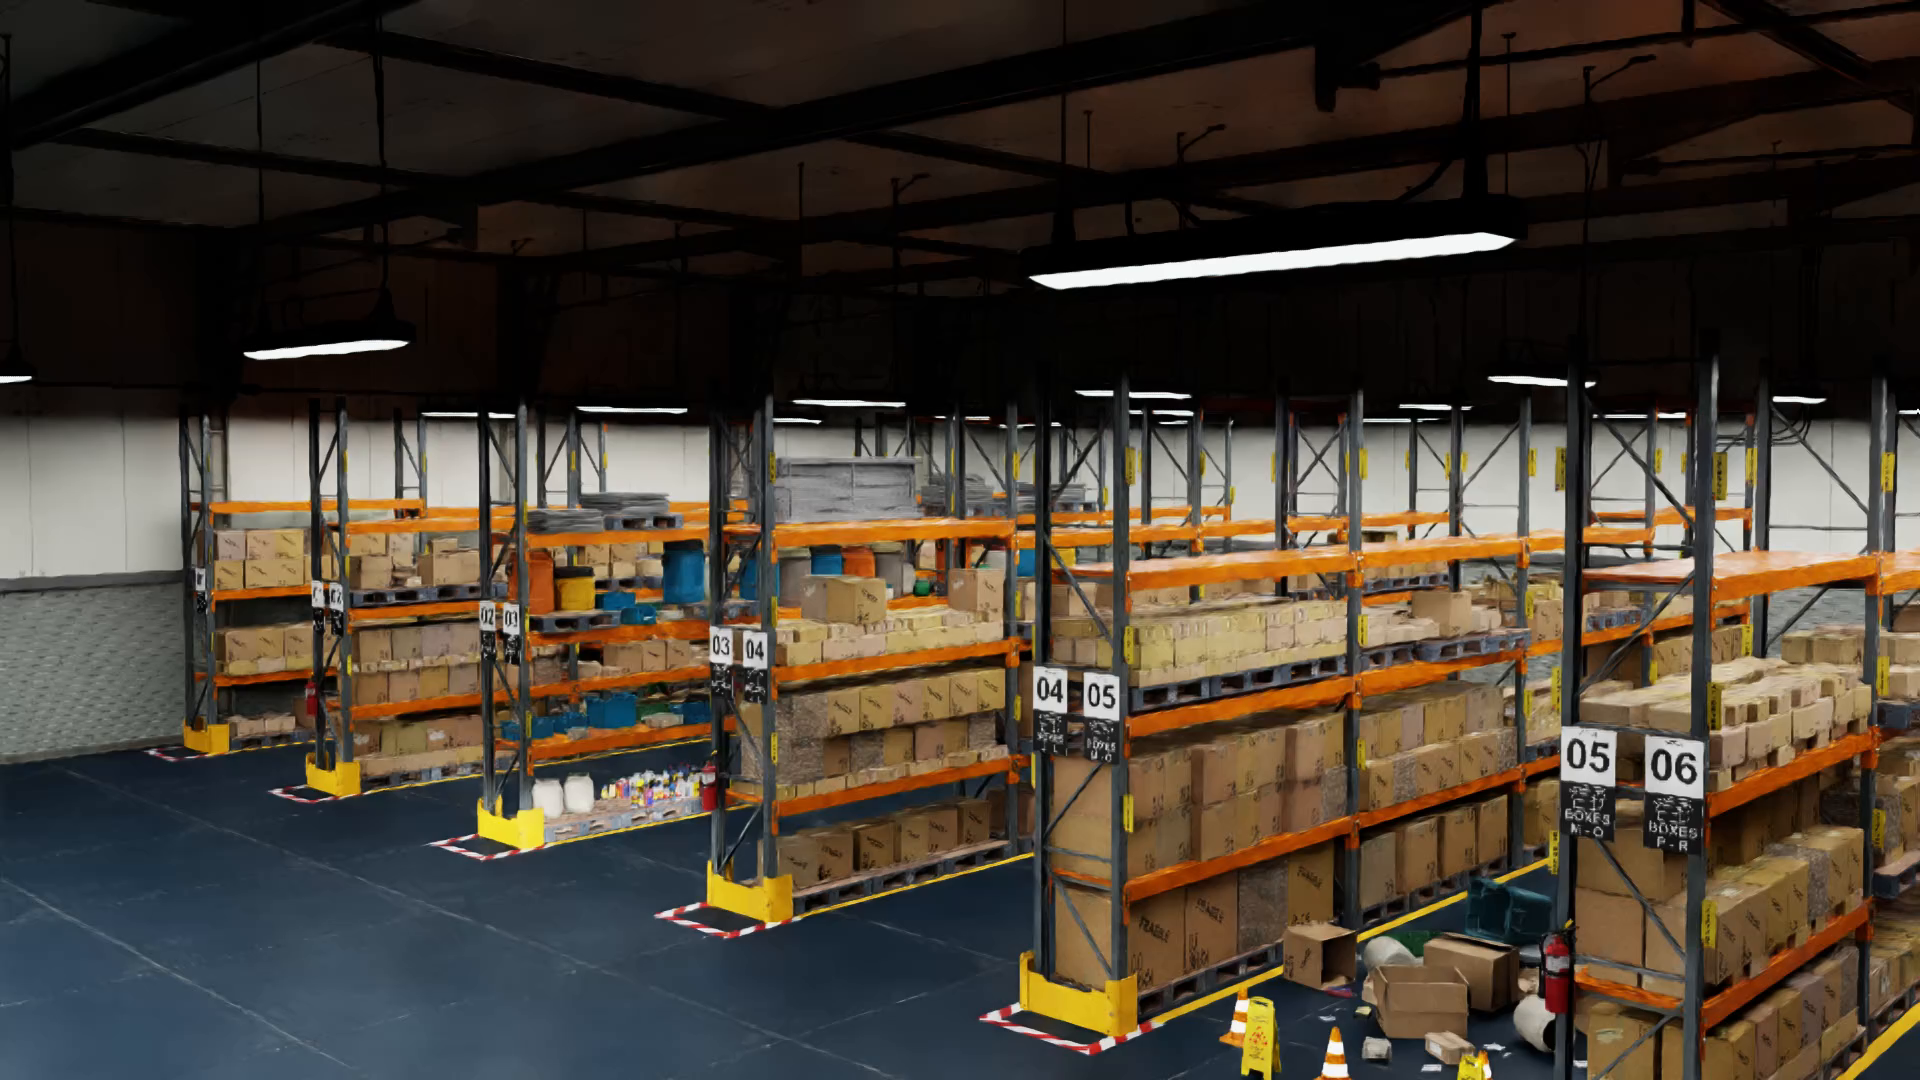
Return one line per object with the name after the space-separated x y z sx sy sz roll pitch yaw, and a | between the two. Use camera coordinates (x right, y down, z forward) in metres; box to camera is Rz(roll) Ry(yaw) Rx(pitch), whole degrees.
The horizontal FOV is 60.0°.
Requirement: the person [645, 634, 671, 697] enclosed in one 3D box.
-6.172 2.539 33.371 0.557 1.708 1.125 3 4 42 | person
